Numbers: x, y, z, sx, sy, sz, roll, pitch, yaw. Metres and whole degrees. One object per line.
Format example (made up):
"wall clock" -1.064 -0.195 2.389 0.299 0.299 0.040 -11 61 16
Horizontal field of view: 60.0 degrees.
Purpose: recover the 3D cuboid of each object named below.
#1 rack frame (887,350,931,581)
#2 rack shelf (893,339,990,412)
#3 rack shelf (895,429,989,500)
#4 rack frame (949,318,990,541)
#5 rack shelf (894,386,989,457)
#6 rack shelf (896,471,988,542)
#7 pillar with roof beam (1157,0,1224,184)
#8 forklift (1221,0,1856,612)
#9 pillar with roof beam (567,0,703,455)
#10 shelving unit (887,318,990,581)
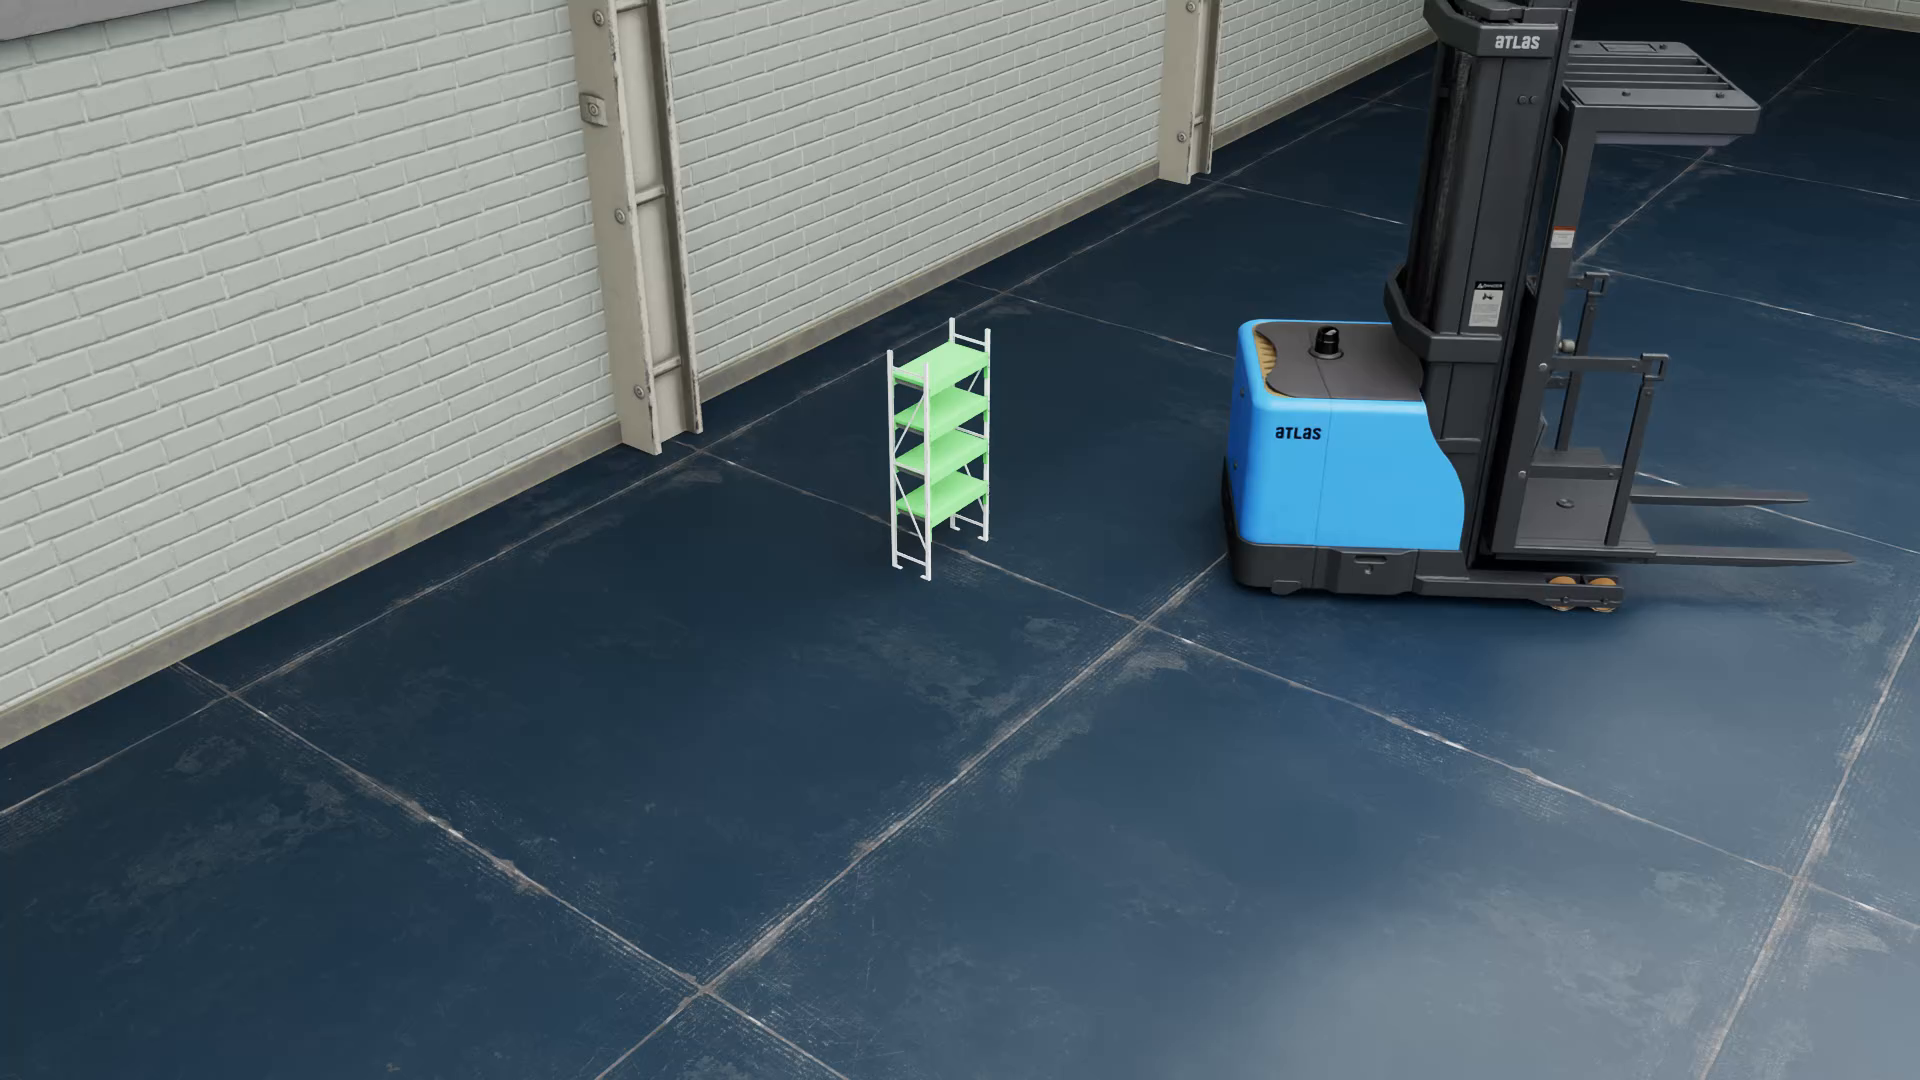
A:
"rack frame" -0.247 -0.350 8.163 0.240 1.200 0.015 21 37 31
"rack shelf" -0.100 -0.807 8.118 0.258 0.148 0.480 21 37 31
"rack shelf" -0.100 -0.394 8.363 0.258 0.148 0.480 21 37 31
"rack frame" 0.047 -0.548 8.498 0.240 1.200 0.015 21 37 31
"rack shelf" -0.100 -0.600 8.241 0.258 0.148 0.480 21 37 31
"rack shelf" -0.100 -0.187 8.485 0.258 0.148 0.480 21 37 31
"pillar with roof beam" 5.297 -5.600 9.373 9.100 9.000 0.400 21 37 31
"forklift" 2.902 -1.188 7.880 3.031 2.935 1.130 2 31 3
"pillar with roof beam" 1.675 -3.161 5.258 9.100 9.000 0.400 21 37 31
"shelving unit" -0.100 -0.449 8.331 0.258 1.200 0.503 21 37 31
